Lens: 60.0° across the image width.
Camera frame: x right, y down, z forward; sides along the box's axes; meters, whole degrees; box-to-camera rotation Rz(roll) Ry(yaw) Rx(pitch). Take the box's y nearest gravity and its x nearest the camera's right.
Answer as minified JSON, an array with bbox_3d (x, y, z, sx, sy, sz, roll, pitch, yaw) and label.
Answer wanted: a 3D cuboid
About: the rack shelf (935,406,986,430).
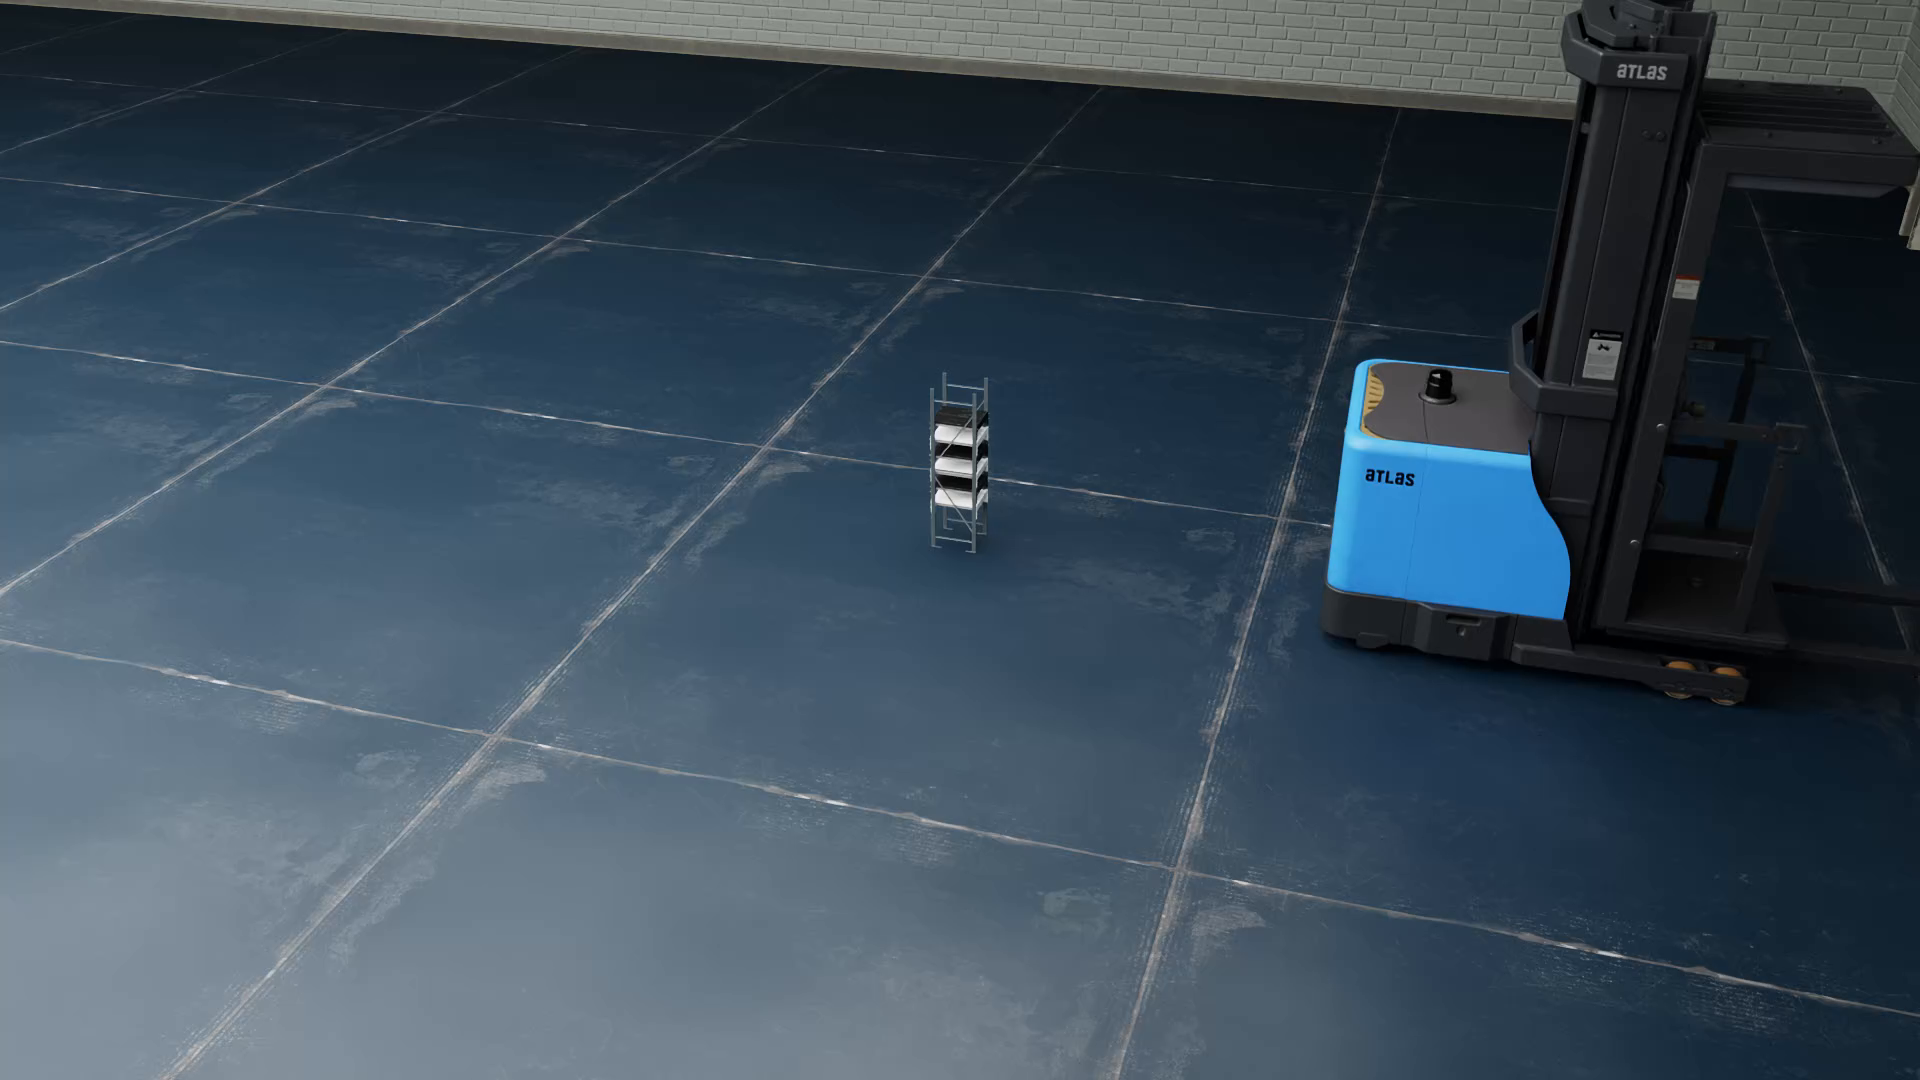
[{"bbox_3d":[-0.002,-0.614,8.399,0.221,0.026,0.190,8,30,15],"label":"rack shelf"}]

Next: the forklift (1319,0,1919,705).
[{"bbox_3d":[3.278,-0.804,7.245,3.031,2.867,1.129,8,30,13],"label":"forklift"}]

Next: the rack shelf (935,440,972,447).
[{"bbox_3d":[-0.002,-0.531,8.446,0.199,0.015,0.184,8,30,15],"label":"rack shelf"}]

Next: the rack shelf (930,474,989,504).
[{"bbox_3d":[-0.002,-0.282,8.584,0.258,0.077,0.200,8,30,15],"label":"rack shelf"}]

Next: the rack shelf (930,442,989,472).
[{"bbox_3d":[-0.002,-0.439,8.497,0.258,0.077,0.200,8,30,15],"label":"rack shelf"}]

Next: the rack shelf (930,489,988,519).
[{"bbox_3d":[-0.002,-0.203,8.628,0.258,0.077,0.200,8,30,15],"label":"rack shelf"}]

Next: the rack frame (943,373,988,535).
[{"bbox_3d":[0.027,-0.437,8.609,0.240,0.900,0.006,8,30,15],"label":"rack frame"}]

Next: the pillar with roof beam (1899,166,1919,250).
[{"bbox_3d":[3.368,-6.852,11.811,9.100,9.000,0.400,8,30,15],"label":"pillar with roof beam"}]

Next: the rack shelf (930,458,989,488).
[{"bbox_3d":[-0.002,-0.360,8.541,0.258,0.077,0.200,8,30,15],"label":"rack shelf"}]

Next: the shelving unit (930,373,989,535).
[{"bbox_3d":[-0.002,-0.391,8.526,0.258,0.900,0.205,8,30,15],"label":"shelving unit"}]
